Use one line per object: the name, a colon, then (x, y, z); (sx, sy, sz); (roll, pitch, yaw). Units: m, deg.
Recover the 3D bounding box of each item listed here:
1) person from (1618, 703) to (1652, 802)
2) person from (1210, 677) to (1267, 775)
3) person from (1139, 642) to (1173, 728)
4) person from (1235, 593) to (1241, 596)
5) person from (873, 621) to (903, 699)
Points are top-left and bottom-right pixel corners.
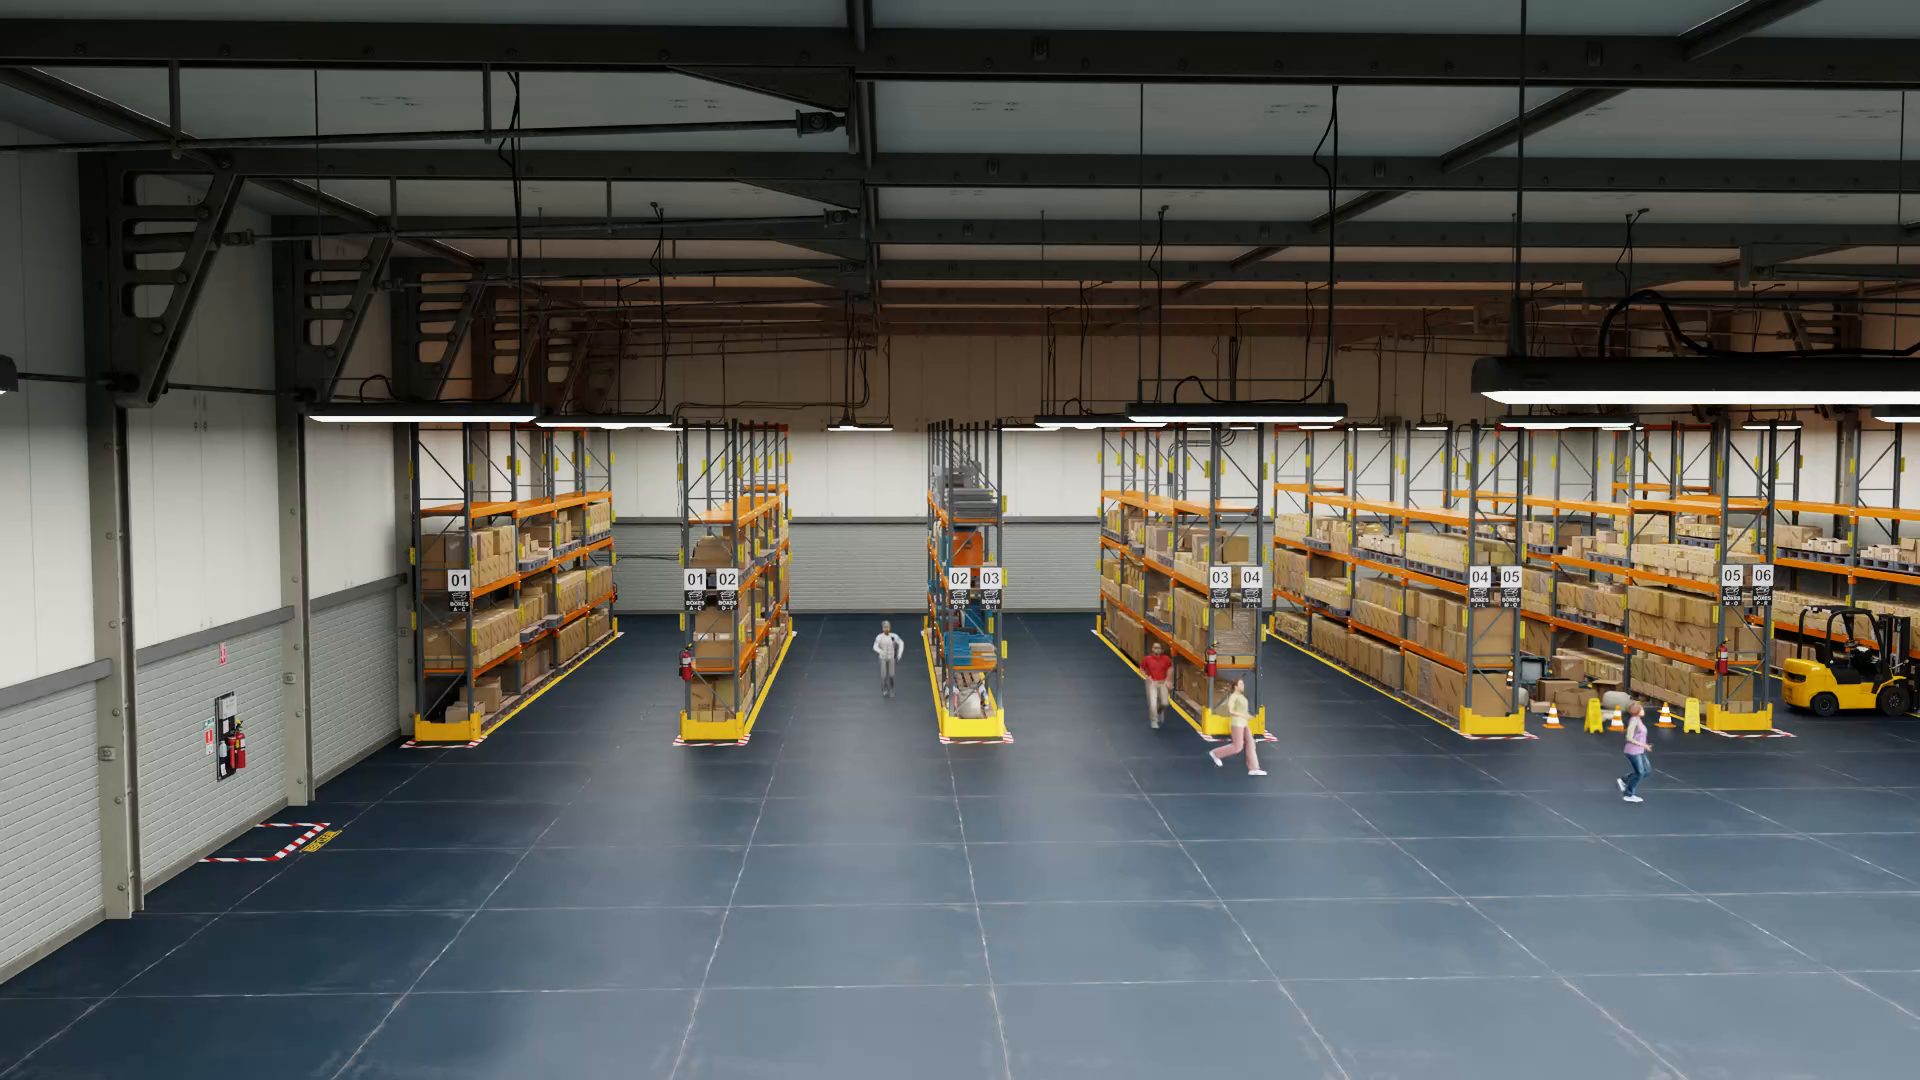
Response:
person: (10.478, 3.291, 25.790); (0.530, 1.554, 0.512); (2, 4, 32)
person: (4.677, 3.110, 27.861); (0.970, 1.633, 0.592); (2, 4, 27)
person: (3.820, 2.821, 32.266); (0.679, 1.677, 0.609); (0, 4, -3)
person: (7.740, 1.898, 46.115); (0.689, 1.808, 0.835); (0, 4, 3)
person: (-1.552, 2.591, 35.909); (0.643, 1.708, 0.660); (0, 4, -1)
